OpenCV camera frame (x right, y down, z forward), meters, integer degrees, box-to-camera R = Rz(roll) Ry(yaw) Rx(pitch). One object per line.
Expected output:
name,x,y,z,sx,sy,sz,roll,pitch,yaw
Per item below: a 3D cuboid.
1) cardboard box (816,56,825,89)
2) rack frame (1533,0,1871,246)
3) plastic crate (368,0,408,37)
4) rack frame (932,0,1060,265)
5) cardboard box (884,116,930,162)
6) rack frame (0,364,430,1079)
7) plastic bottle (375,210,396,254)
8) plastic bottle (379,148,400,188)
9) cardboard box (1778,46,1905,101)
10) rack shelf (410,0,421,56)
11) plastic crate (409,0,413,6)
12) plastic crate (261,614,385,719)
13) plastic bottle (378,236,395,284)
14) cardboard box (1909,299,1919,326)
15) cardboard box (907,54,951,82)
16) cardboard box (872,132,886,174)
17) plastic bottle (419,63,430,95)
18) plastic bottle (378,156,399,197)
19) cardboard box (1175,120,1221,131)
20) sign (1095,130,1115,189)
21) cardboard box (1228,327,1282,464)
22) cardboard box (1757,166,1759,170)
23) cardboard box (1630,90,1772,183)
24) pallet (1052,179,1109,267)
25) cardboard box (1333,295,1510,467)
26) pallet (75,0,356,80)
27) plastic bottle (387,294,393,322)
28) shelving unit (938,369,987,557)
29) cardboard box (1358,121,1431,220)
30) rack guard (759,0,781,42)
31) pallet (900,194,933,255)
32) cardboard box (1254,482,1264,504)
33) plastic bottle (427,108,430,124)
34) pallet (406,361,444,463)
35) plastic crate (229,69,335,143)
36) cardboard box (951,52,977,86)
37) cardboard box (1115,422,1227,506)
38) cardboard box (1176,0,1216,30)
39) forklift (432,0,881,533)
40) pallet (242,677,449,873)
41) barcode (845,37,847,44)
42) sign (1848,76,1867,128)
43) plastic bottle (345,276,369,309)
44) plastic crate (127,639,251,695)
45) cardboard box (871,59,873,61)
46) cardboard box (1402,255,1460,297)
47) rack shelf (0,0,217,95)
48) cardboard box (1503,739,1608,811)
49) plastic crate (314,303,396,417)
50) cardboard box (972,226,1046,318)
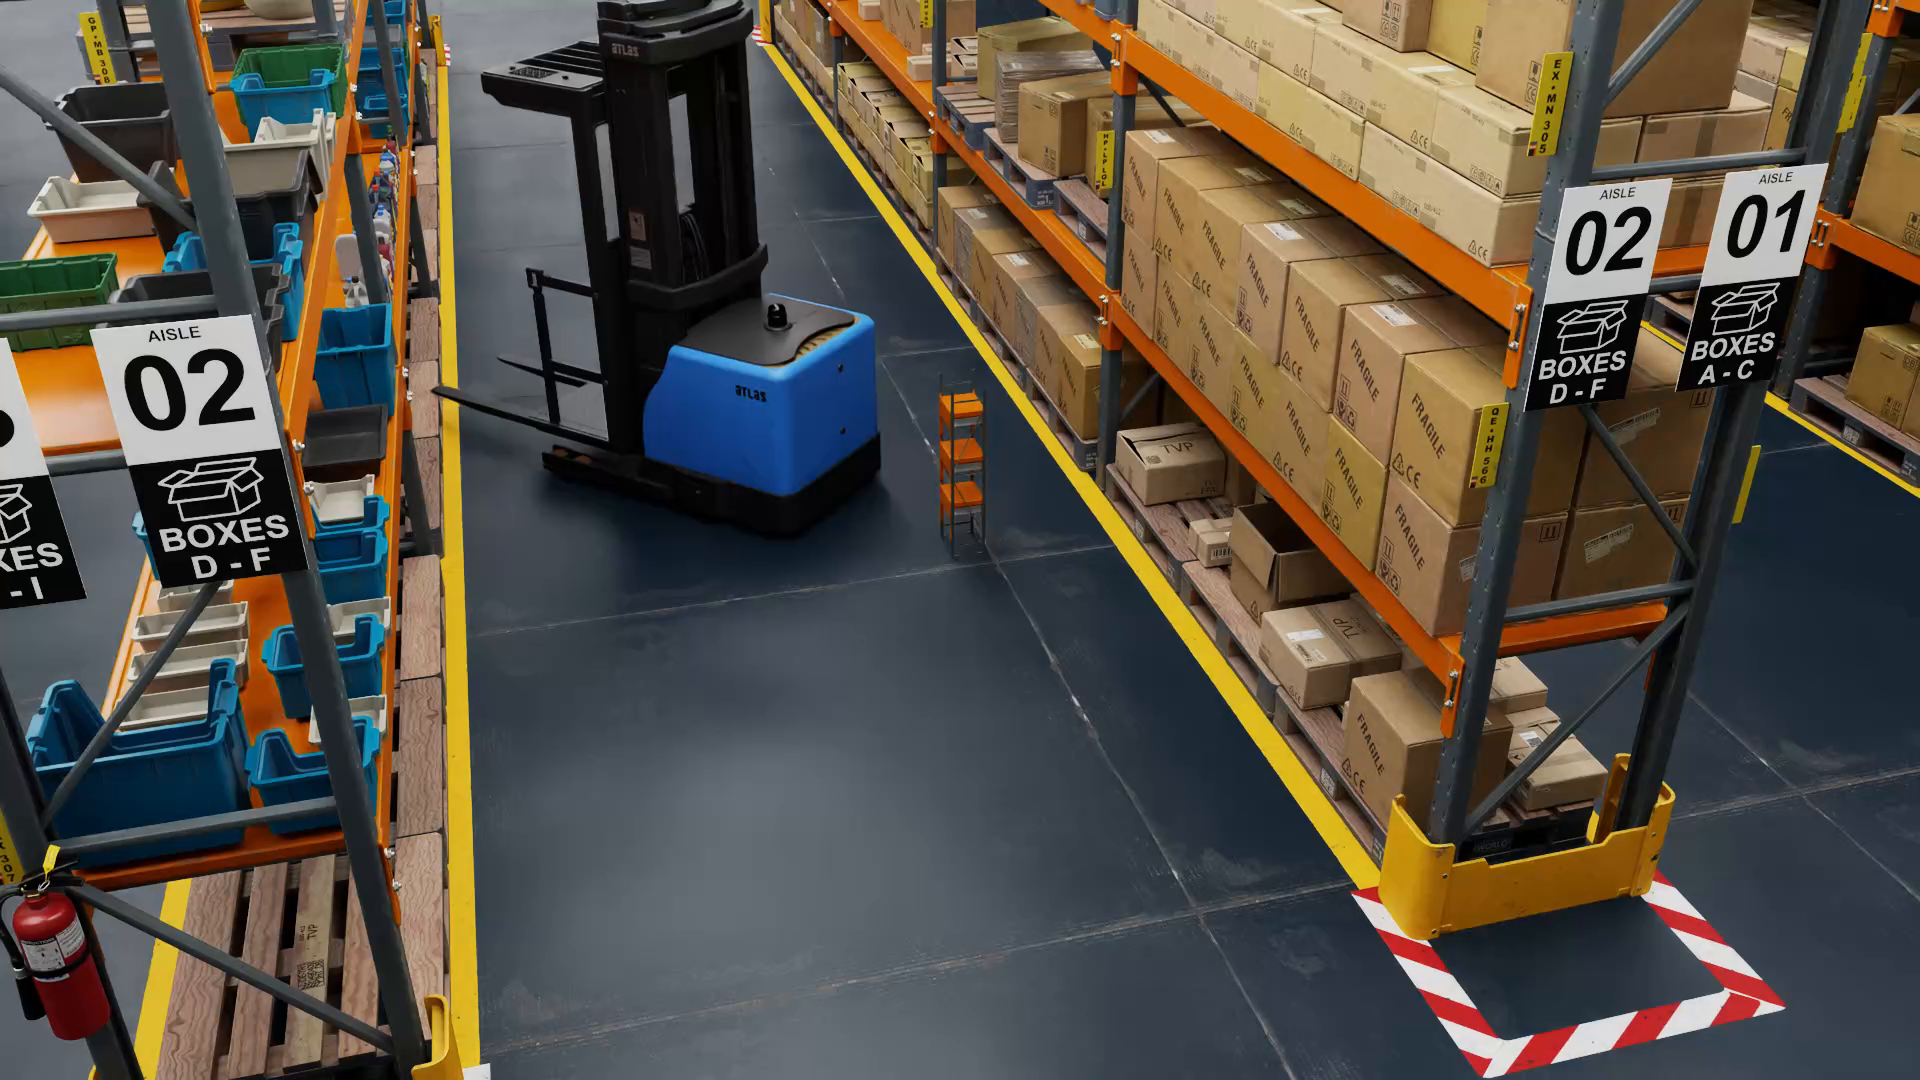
cardboard box,-1.239,-4.981,17.688,0.500,0.250,0.500,-8,31,-13
rack frame,2.403,-2.353,4.832,1.000,3.000,0.127,-8,31,-13
plastic crate,-5.136,-4.730,14.863,0.402,0.464,0.583,-8,31,-13
rack frame,0.279,-3.620,13.010,1.000,3.000,0.127,-8,31,-13
cardboard box,-0.373,-3.569,14.688,0.500,0.311,0.500,-8,31,-14
rack frame,-2.374,0.901,5.200,1.000,3.000,0.127,-8,31,-13
plastic bottle,-3.503,-1.869,10.113,0.097,0.271,0.097,0,30,0
plastic bottle,-3.853,-2.505,11.212,0.097,0.271,0.097,0,30,0
cardboard box,5.745,-3.045,10.852,0.500,0.250,0.500,-7,31,-12
rack shelf,-6.090,-5.550,17.062,1.077,0.370,4.000,-8,31,-13
plastic crate,-5.575,-5.138,15.695,0.767,0.338,0.504,-8,31,-13
plastic crate,-2.297,0.466,6.058,0.416,0.233,0.300,-8,31,-13
plastic bottle,-3.357,-1.644,9.712,0.061,0.283,0.133,-8,31,-13
cardboard box,6.369,-1.451,10.691,0.380,0.149,0.250,-8,31,-14
cardboard box,-0.226,-3.909,13.760,0.380,0.149,0.250,-8,31,-13
cardboard box,-0.506,-3.573,15.255,0.500,0.250,0.500,-7,31,-12
plastic bottle,-5.586,-4.770,17.203,0.144,0.351,0.185,-7,31,-11
plastic bottle,-3.801,-2.411,11.050,0.097,0.271,0.097,0,30,0
cardboard box,1.431,-2.172,9.989,0.700,0.500,0.500,-19,35,-30
sign,0.807,-2.114,9.252,0.100,0.325,0.005,-8,31,-13
cardboard box,1.620,-0.715,7.891,0.500,0.500,0.500,-8,31,-14
cardboard box,5.638,-2.624,11.520,0.380,0.149,0.250,-7,31,-12
cardboard box,2.517,-1.489,5.984,0.500,0.250,0.500,-8,31,-13
pallet,1.234,-2.006,10.412,1.003,0.211,1.213,-8,31,-13
cardboard box,1.885,-0.655,6.789,0.500,0.500,0.500,-7,31,-12
pallet,-3.738,-2.613,8.465,1.213,0.211,1.003,-8,31,-13
plastic bottle,-3.205,-1.297,9.195,0.097,0.201,0.097,0,30,0
shelving unit,0.014,-0.429,9.442,0.215,1.050,0.252,-8,31,-13
cardboard box,1.890,-1.446,6.409,0.500,0.250,0.500,-8,31,-13
rack guard,-1.850,-6.414,20.332,1.175,0.500,0.348,-8,31,-13
pallet,0.098,-2.816,14.404,1.003,0.211,1.213,-8,31,-13
cardboard box,1.923,-0.234,9.567,0.380,0.149,0.250,-8,31,-13
plastic bottle,-5.275,-4.185,16.340,0.097,0.201,0.097,0,30,0
pallet,-3.928,-0.793,10.909,1.003,0.211,1.213,-8,31,-13
plastic crate,-2.886,-1.860,7.142,0.416,0.233,0.300,-8,31,-13
cardboard box,0.225,-3.763,13.346,0.500,0.311,0.500,-6,31,-10
cardboard box,1.244,-0.483,9.836,0.500,0.311,0.500,-8,31,-13
cardboard box,1.365,-2.629,7.954,0.500,0.250,0.500,-8,31,-13
forklift,-2.029,-1.837,9.999,3.031,2.935,1.130,16,34,26
pallet,-2.876,1.116,7.611,1.003,0.211,1.213,-8,31,-13
barcode,-1.116,-4.897,16.315,0.001,0.075,0.075,-8,31,-13
sign,5.595,-2.739,10.410,0.100,0.325,0.005,-8,31,-13
plastic bottle,-3.227,-1.243,8.952,0.144,0.351,0.185,-8,31,-13
plastic crate,-2.828,0.477,6.135,0.396,0.136,0.243,-8,31,-13
cardboard box,-0.744,-5.374,17.618,0.500,0.500,0.500,-8,31,-13
cardboard box,2.265,-0.975,7.343,0.500,0.500,0.500,-7,31,-13
rack shelf,-2.905,-2.177,5.646,1.077,0.370,4.000,-8,31,-13
cardboard box,2.623,1.039,7.367,0.380,0.149,0.250,-8,31,-13
plastic crate,-2.983,-0.870,8.215,0.392,0.384,0.575,-8,31,-13
cardboard box,0.397,-1.976,12.225,0.500,0.500,0.500,-8,31,-14
